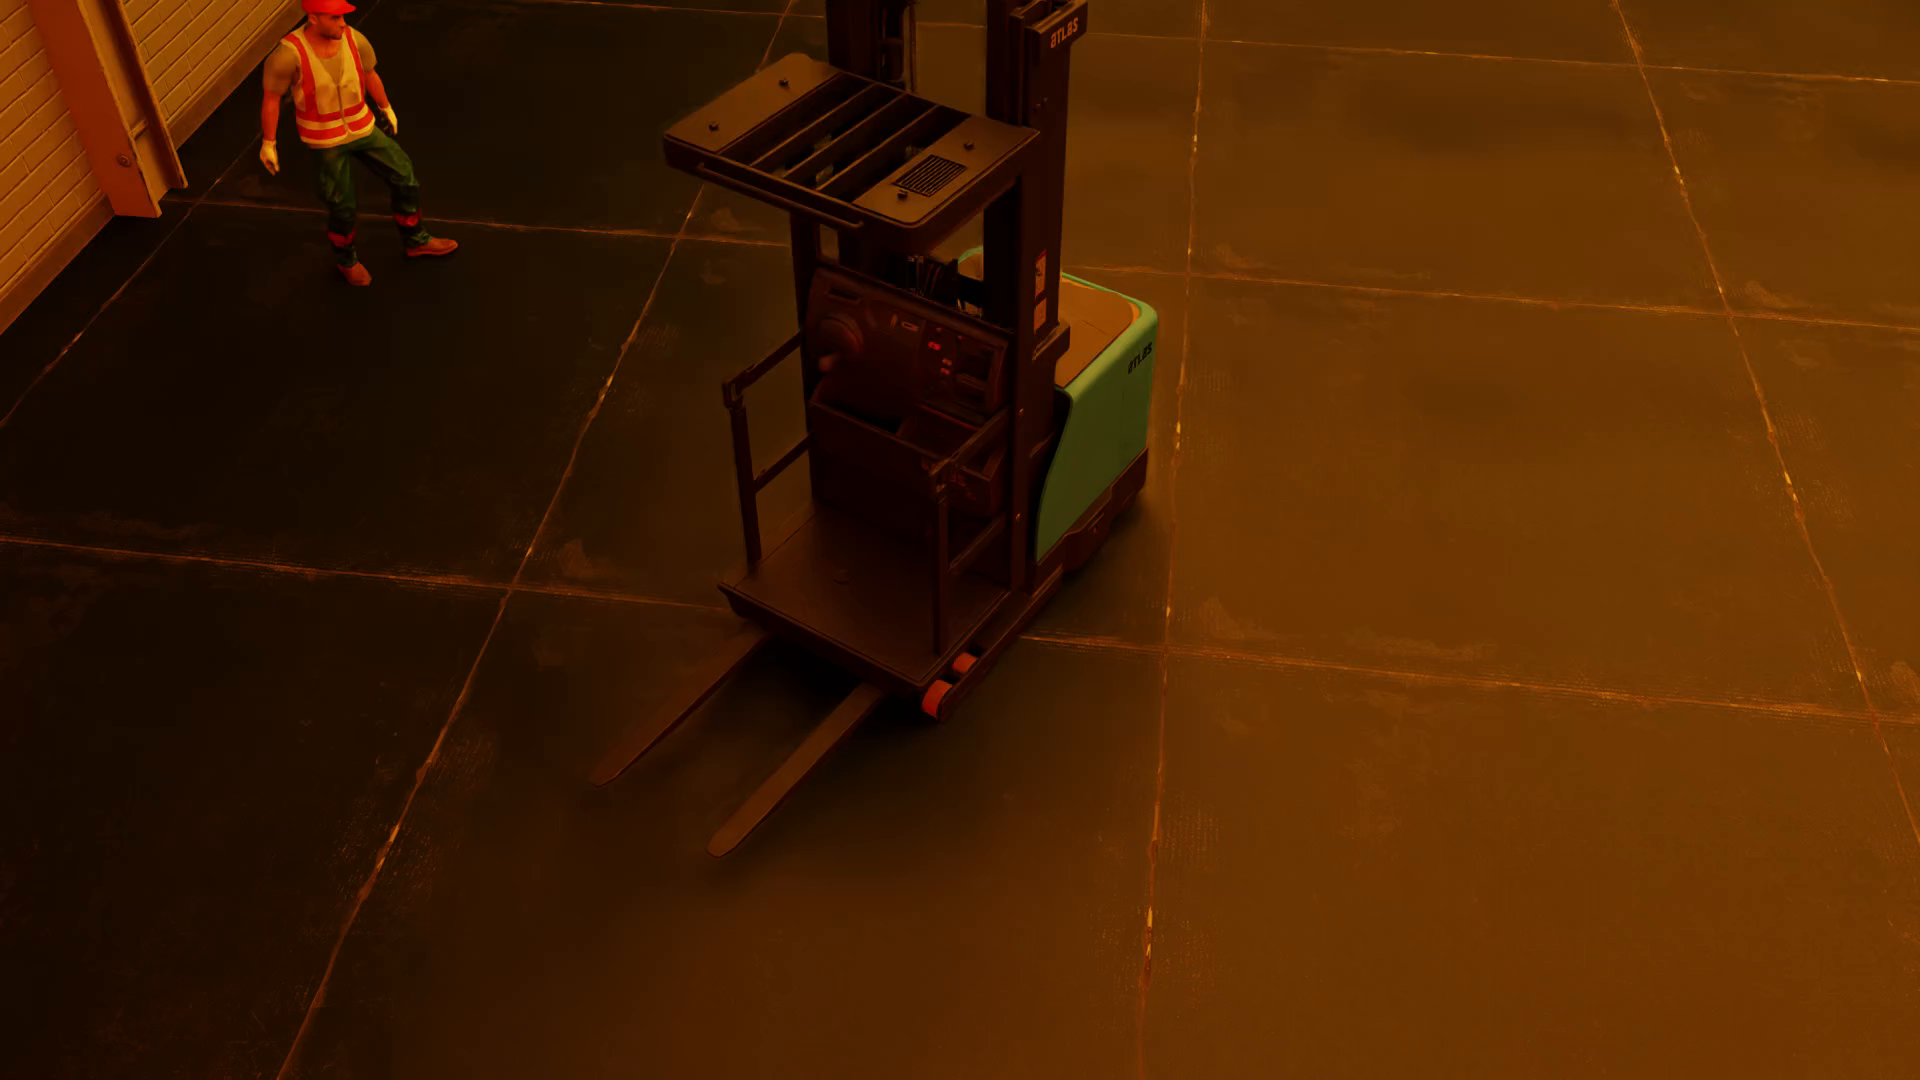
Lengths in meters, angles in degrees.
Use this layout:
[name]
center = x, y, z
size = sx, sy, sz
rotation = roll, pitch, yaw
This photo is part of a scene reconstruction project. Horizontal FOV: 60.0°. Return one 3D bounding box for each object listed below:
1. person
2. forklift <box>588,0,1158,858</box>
[person]
center = -3.323, -2.183, 8.992
size = 0.880, 1.747, 0.455
rotation = -32, 51, -30
[forklift]
center = -0.340, -0.691, 6.477
size = 1.130, 2.935, 3.031
rotation = 25, 48, 24
